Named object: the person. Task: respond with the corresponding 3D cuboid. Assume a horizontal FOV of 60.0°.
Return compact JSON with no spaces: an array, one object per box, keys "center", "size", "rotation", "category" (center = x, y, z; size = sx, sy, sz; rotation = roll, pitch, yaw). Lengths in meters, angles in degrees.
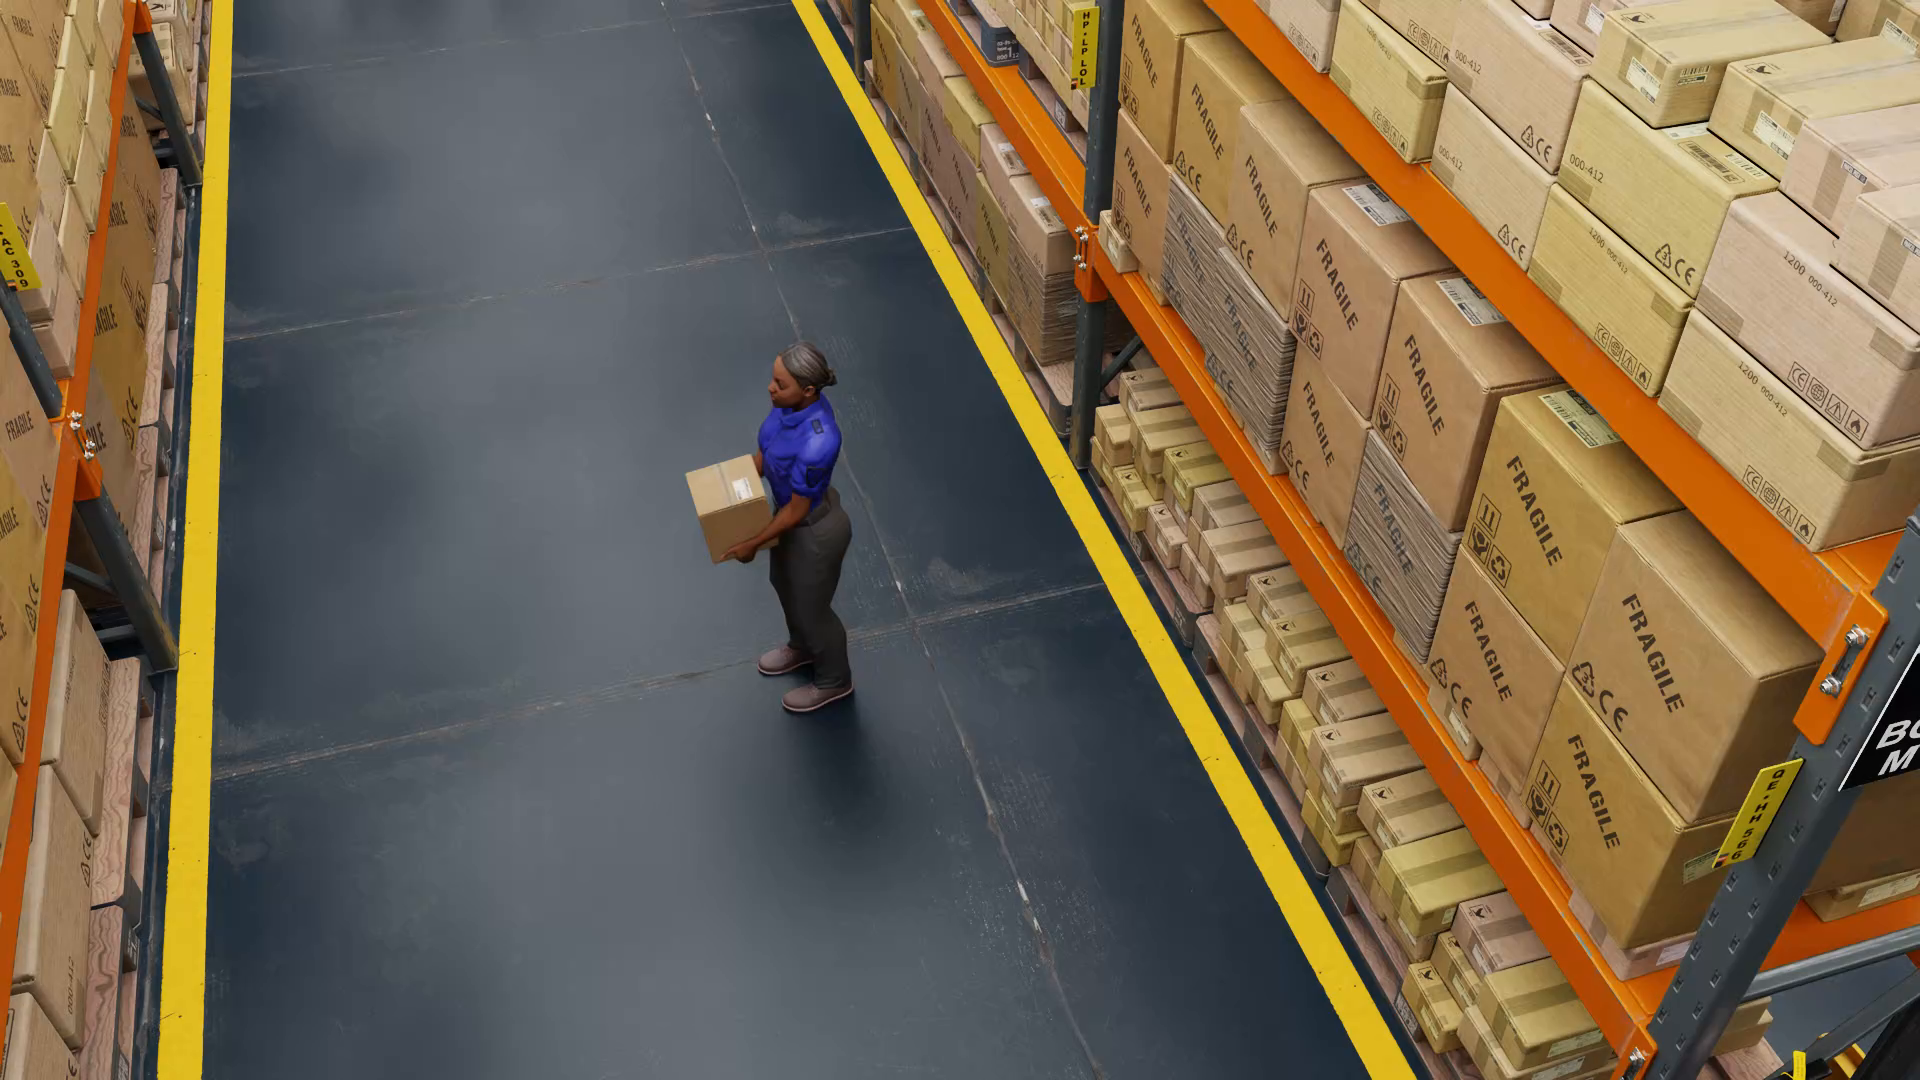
[{"center":[-0.665,-0.032,6.206],"size":[0.502,1.656,0.442],"rotation":[-12,44,-13],"category":"person"}]
